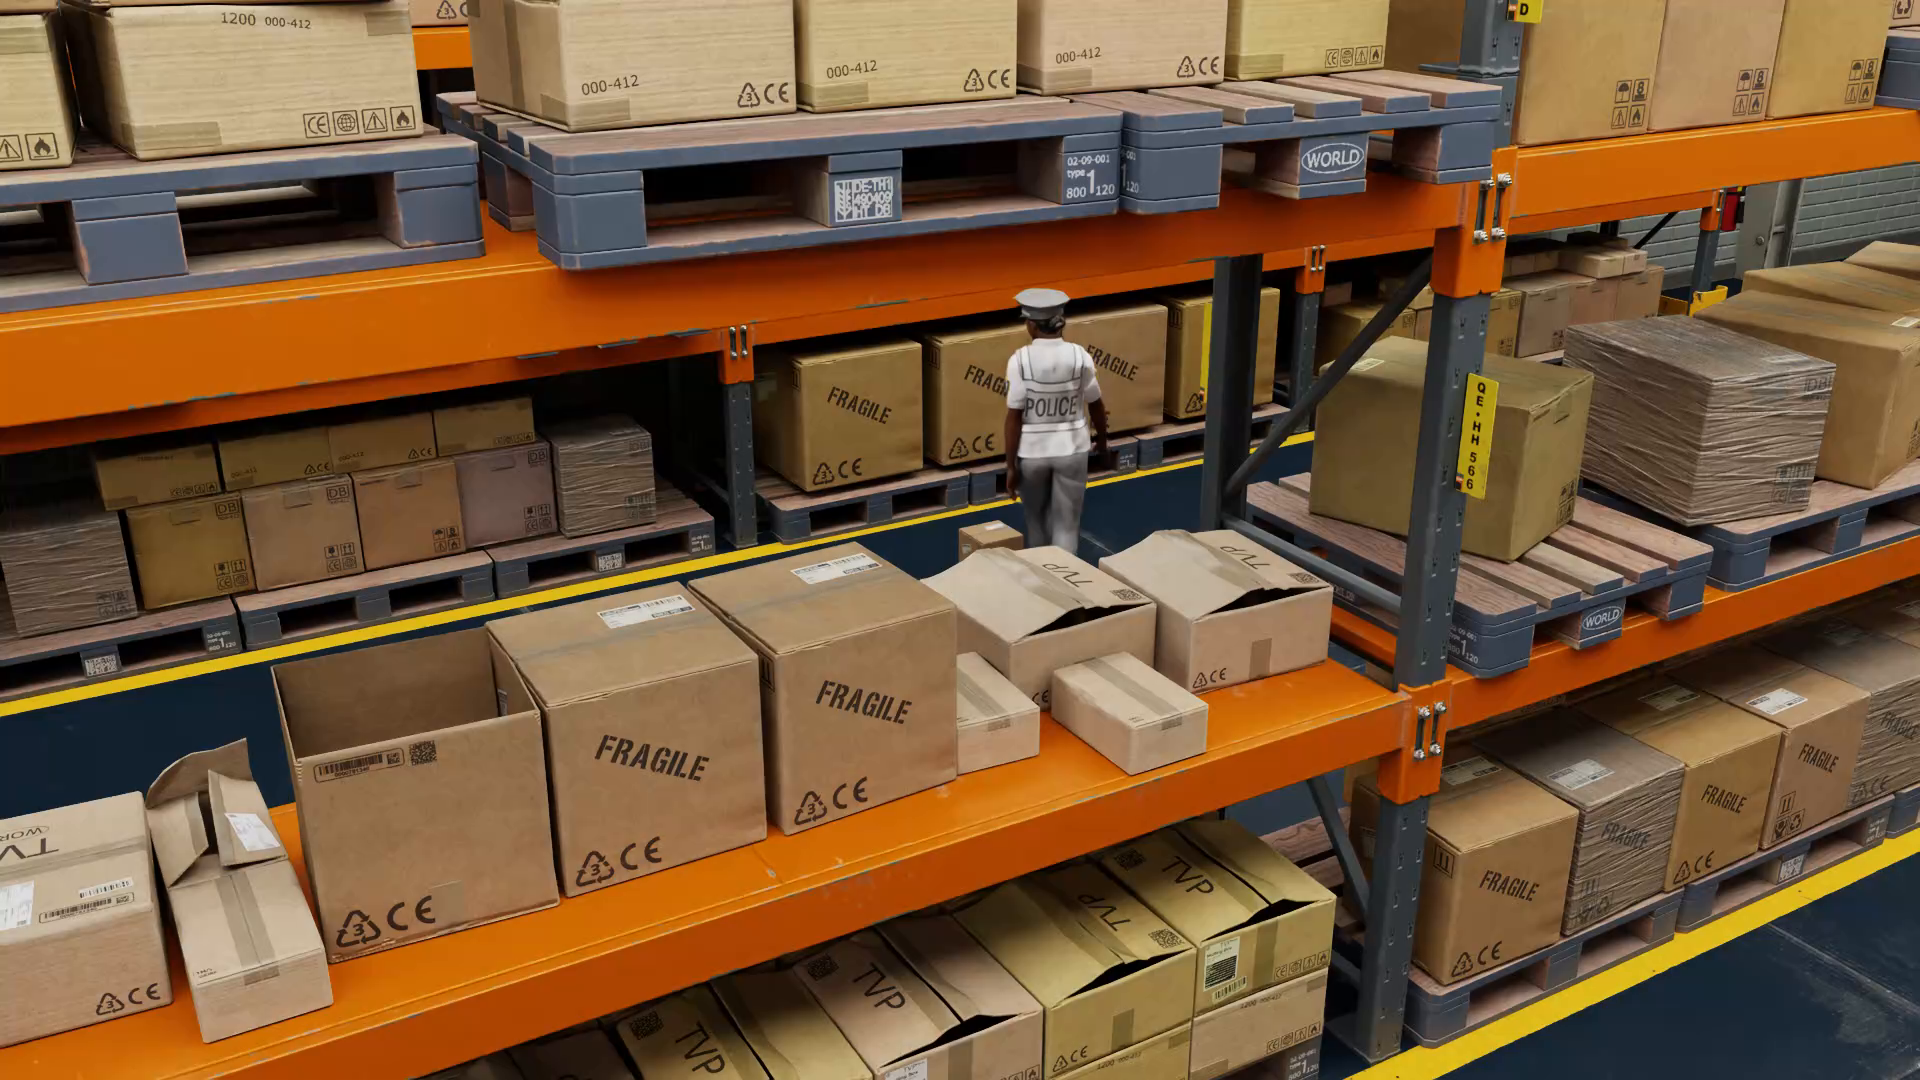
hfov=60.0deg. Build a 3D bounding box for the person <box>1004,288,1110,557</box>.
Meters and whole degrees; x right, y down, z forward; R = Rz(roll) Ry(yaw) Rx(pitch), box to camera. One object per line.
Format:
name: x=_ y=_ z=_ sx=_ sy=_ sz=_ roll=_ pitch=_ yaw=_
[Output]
person: x=0.479 y=-0.410 z=8.103 sx=0.536 sy=1.623 sz=0.865 roll=0 pitch=22 yaw=0
